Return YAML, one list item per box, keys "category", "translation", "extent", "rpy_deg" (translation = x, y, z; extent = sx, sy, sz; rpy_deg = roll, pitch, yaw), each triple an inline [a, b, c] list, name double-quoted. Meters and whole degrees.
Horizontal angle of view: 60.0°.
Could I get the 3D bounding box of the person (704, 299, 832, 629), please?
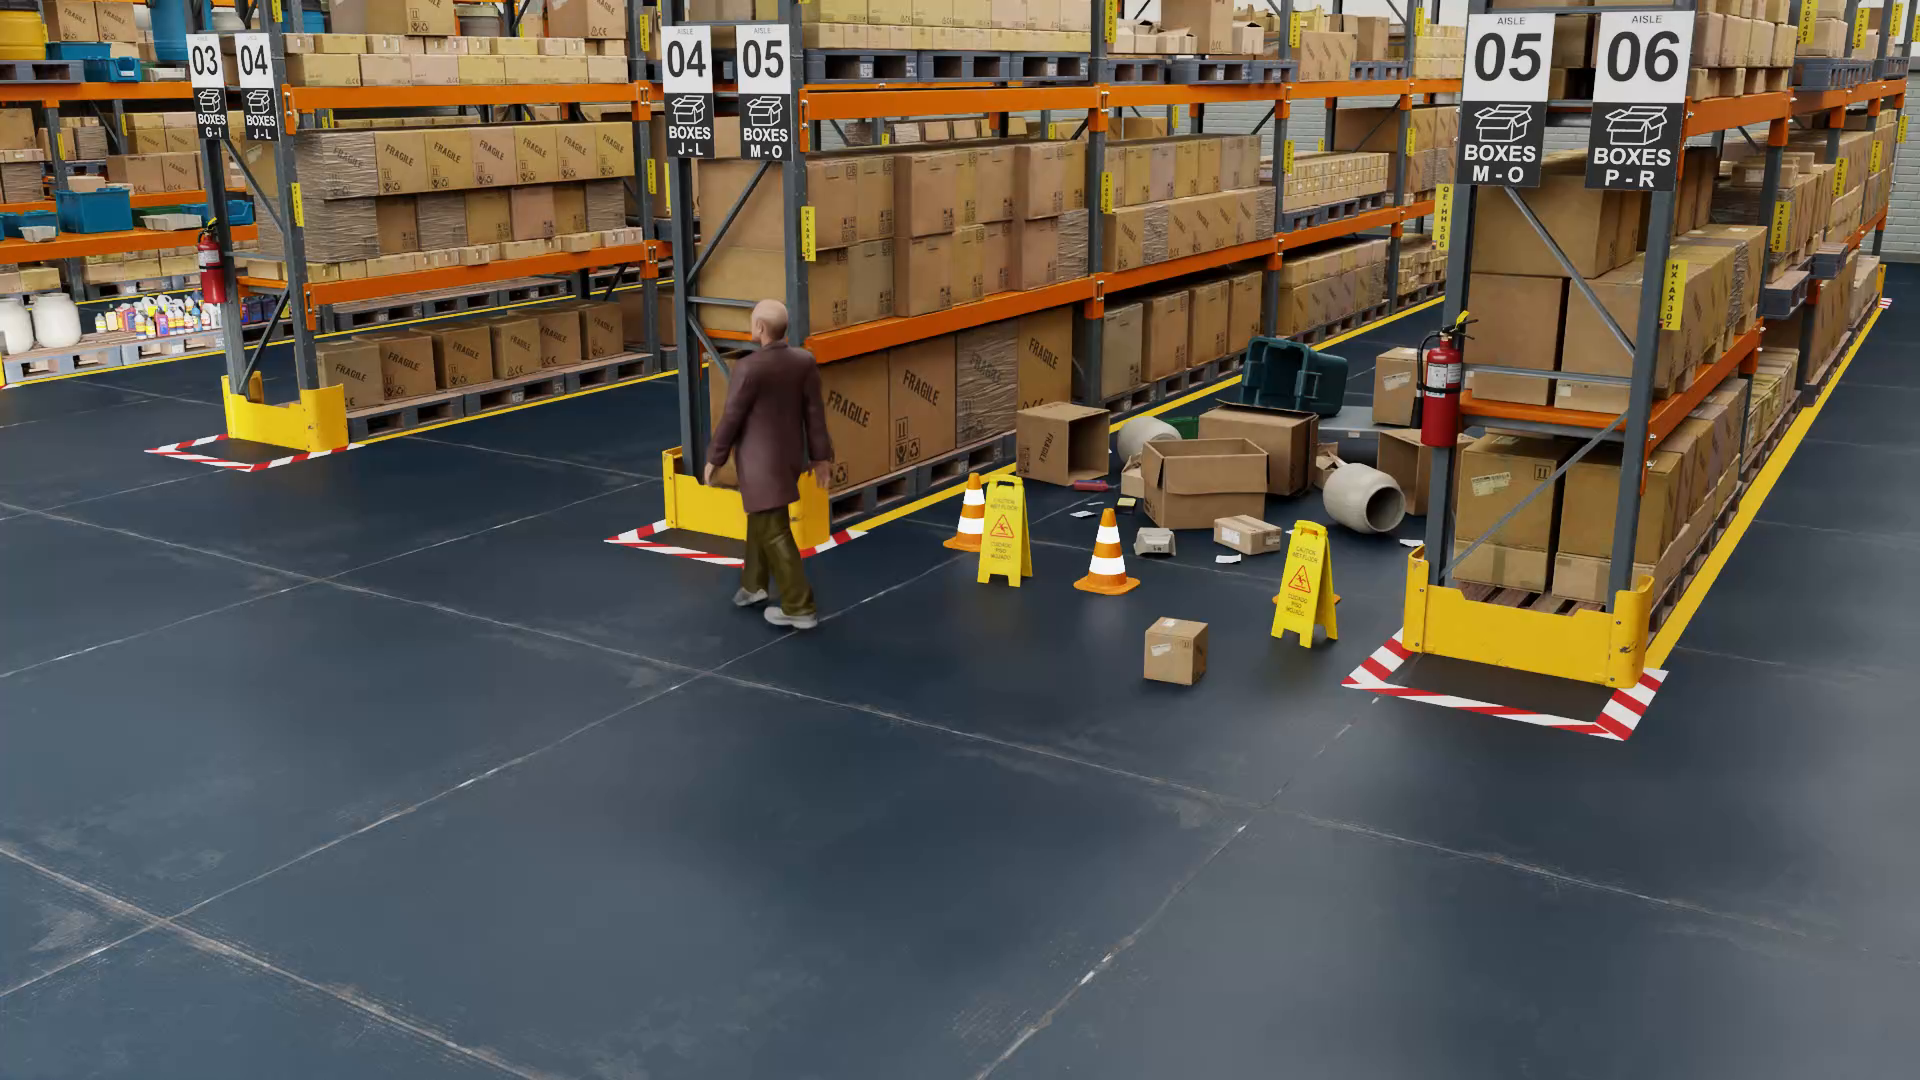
- category: "person"
  translation: [-1.071, -0.401, 8.974]
  extent: [0.815, 1.810, 0.627]
  rpy_deg: [12, 20, 36]
